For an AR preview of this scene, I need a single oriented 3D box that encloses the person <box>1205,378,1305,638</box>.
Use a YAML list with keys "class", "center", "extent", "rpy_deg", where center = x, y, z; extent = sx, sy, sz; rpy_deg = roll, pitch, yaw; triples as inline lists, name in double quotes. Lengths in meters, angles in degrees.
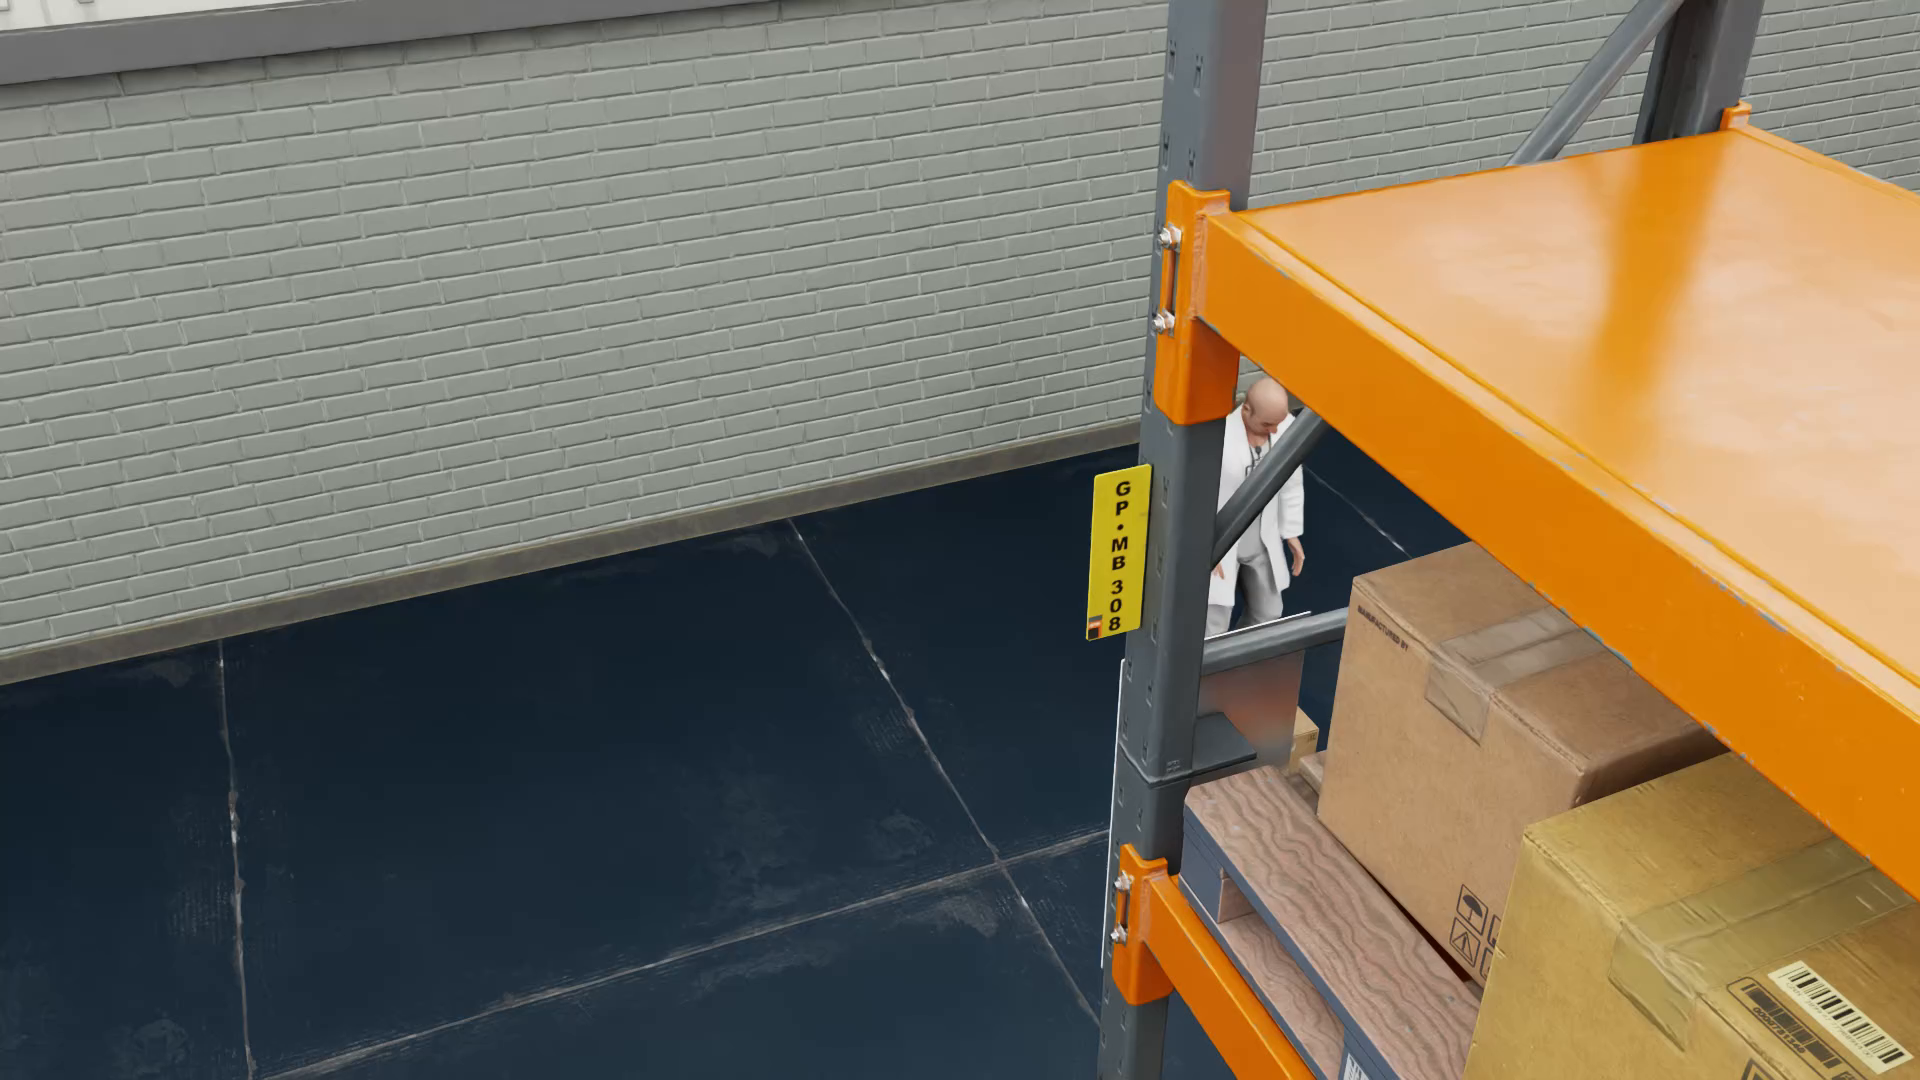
- class: "person"
  center: [1.280, 0.025, 7.547]
  extent: [0.583, 1.746, 0.401]
  rpy_deg: [-12, 35, -18]
